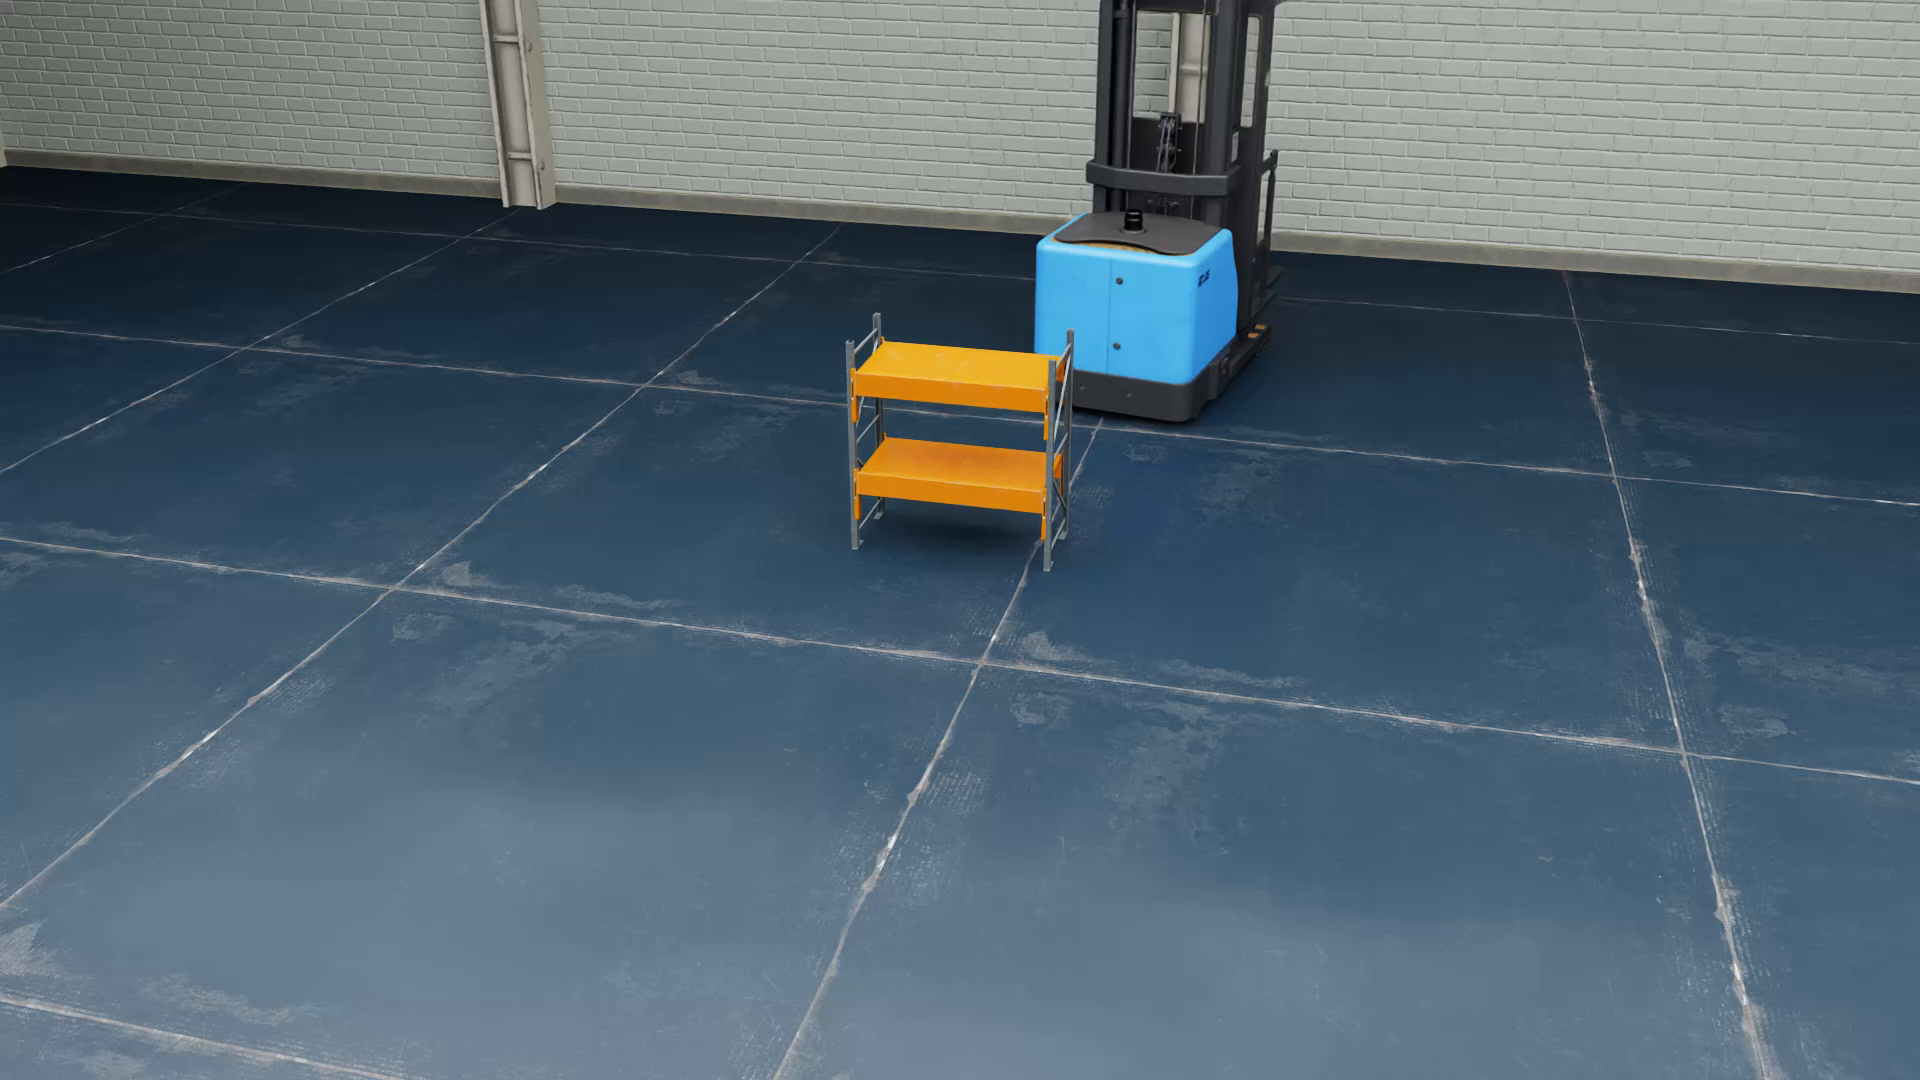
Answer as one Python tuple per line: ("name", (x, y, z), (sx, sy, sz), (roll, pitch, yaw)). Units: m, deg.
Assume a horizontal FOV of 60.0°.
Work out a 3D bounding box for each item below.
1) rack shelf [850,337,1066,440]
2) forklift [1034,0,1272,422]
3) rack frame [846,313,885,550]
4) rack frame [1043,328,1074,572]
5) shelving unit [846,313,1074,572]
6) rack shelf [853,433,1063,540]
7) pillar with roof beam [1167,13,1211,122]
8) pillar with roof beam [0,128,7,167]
("rack shelf", (0.007, -0.771, 8.381), (1.000, 0.278, 0.538), (6, 26, 13))
("forklift", (1.516, -2.646, 10.898), (1.130, 2.935, 3.031), (11, 28, 22))
("rack frame", (-0.486, -0.562, 8.621), (0.032, 1.125, 0.500), (6, 26, 13))
("rack frame", (0.499, -0.453, 8.392), (0.032, 1.125, 0.500), (6, 26, 13))
("shelving unit", (0.007, -0.507, 8.507), (1.048, 1.125, 0.538), (6, 26, 13))
("rack shelf", (0.007, -0.286, 8.612), (1.000, 0.278, 0.538), (6, 26, 13))
("pillar with roof beam", (0.813, -4.699, 8.152), (0.400, 9.000, 9.100), (6, 26, 13))
("pillar with roof beam", (-10.809, -5.984, 10.850), (0.400, 9.000, 9.100), (6, 26, 13))
